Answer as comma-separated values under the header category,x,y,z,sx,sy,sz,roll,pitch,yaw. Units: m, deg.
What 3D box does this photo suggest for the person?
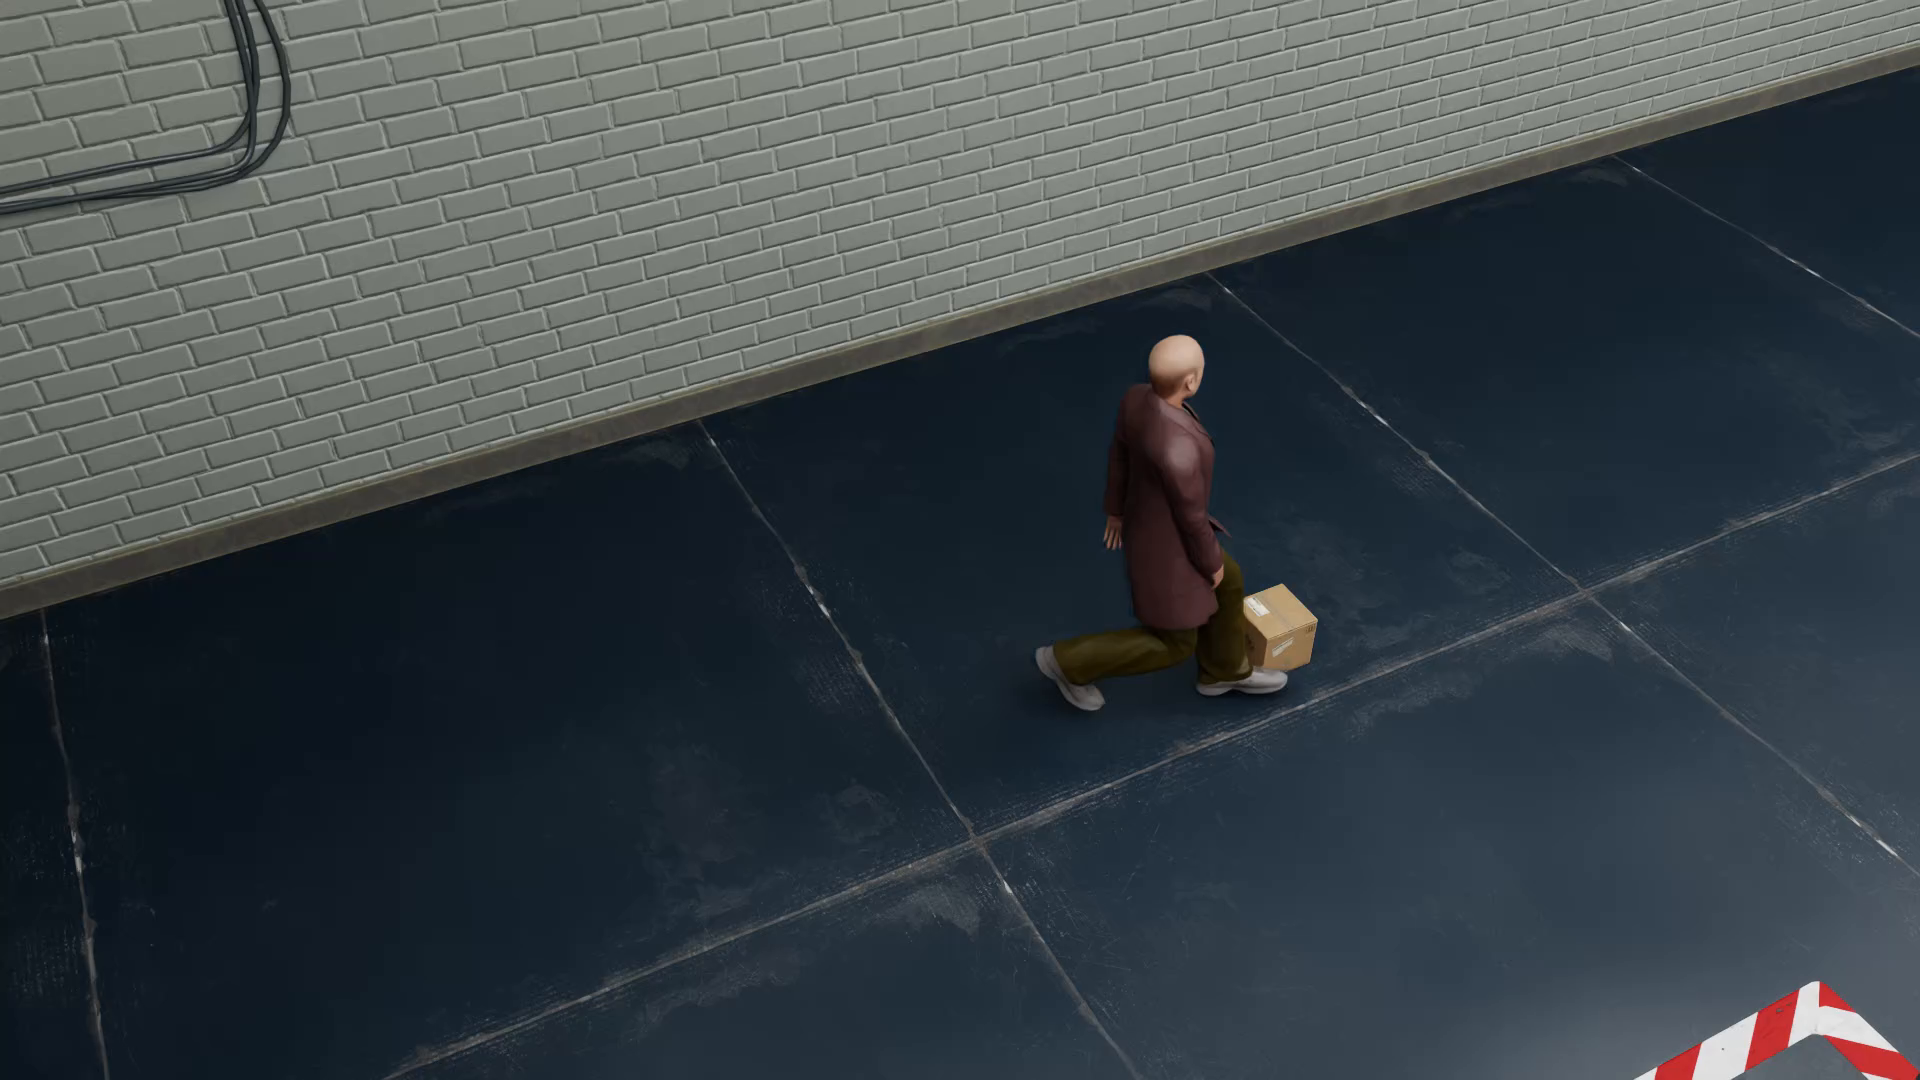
category,x,y,z,sx,sy,sz,roll,pitch,yaw
person,0.810,-0.021,6.249,1.049,1.691,0.588,-4,41,-4
